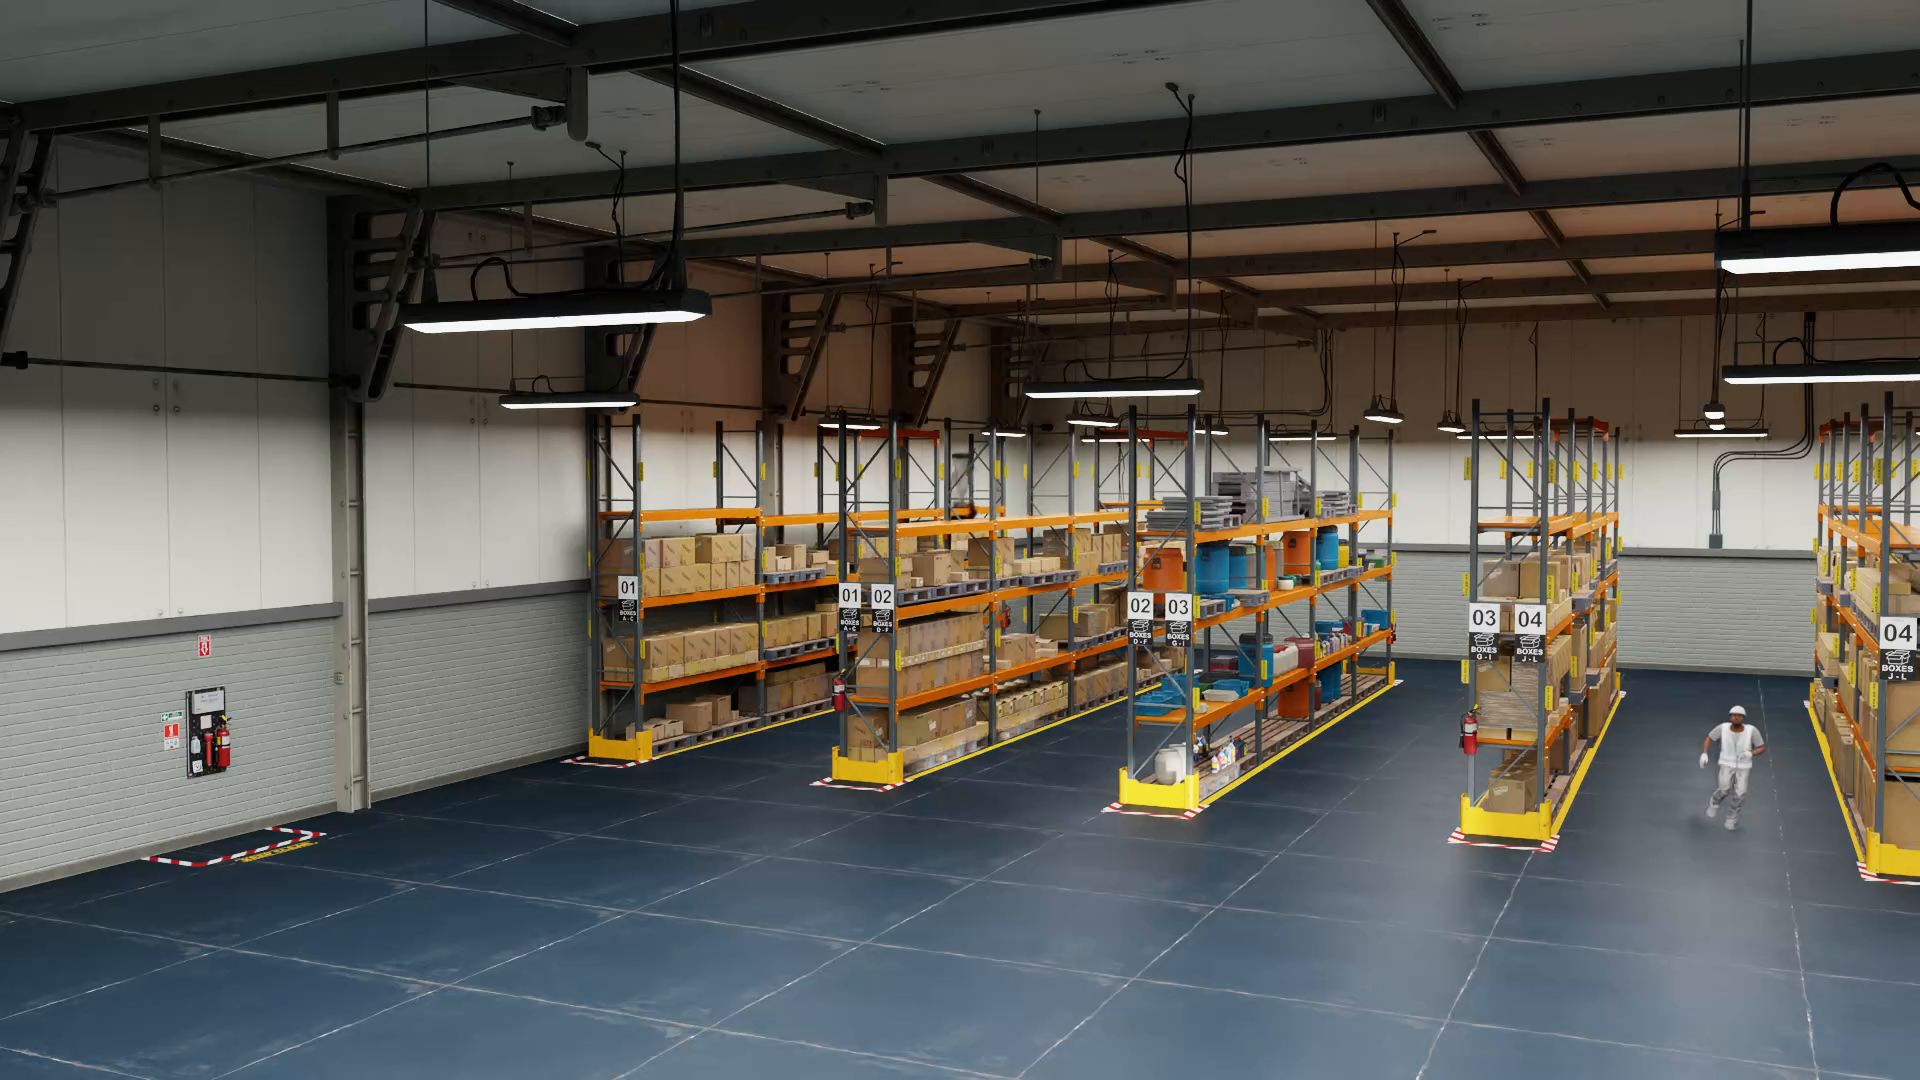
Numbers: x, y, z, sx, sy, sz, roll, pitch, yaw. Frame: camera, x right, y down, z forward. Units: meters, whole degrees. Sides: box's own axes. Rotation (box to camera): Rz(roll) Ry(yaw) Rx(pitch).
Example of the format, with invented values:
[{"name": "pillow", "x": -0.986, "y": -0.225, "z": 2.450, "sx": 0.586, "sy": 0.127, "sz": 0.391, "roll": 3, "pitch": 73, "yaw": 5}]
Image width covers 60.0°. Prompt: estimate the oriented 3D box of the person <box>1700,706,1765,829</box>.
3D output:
[{"name": "person", "x": 10.850, "y": 3.190, "z": 23.339, "sx": 0.808, "sy": 1.734, "sz": 0.561, "roll": 1, "pitch": 2, "yaw": 15}]
